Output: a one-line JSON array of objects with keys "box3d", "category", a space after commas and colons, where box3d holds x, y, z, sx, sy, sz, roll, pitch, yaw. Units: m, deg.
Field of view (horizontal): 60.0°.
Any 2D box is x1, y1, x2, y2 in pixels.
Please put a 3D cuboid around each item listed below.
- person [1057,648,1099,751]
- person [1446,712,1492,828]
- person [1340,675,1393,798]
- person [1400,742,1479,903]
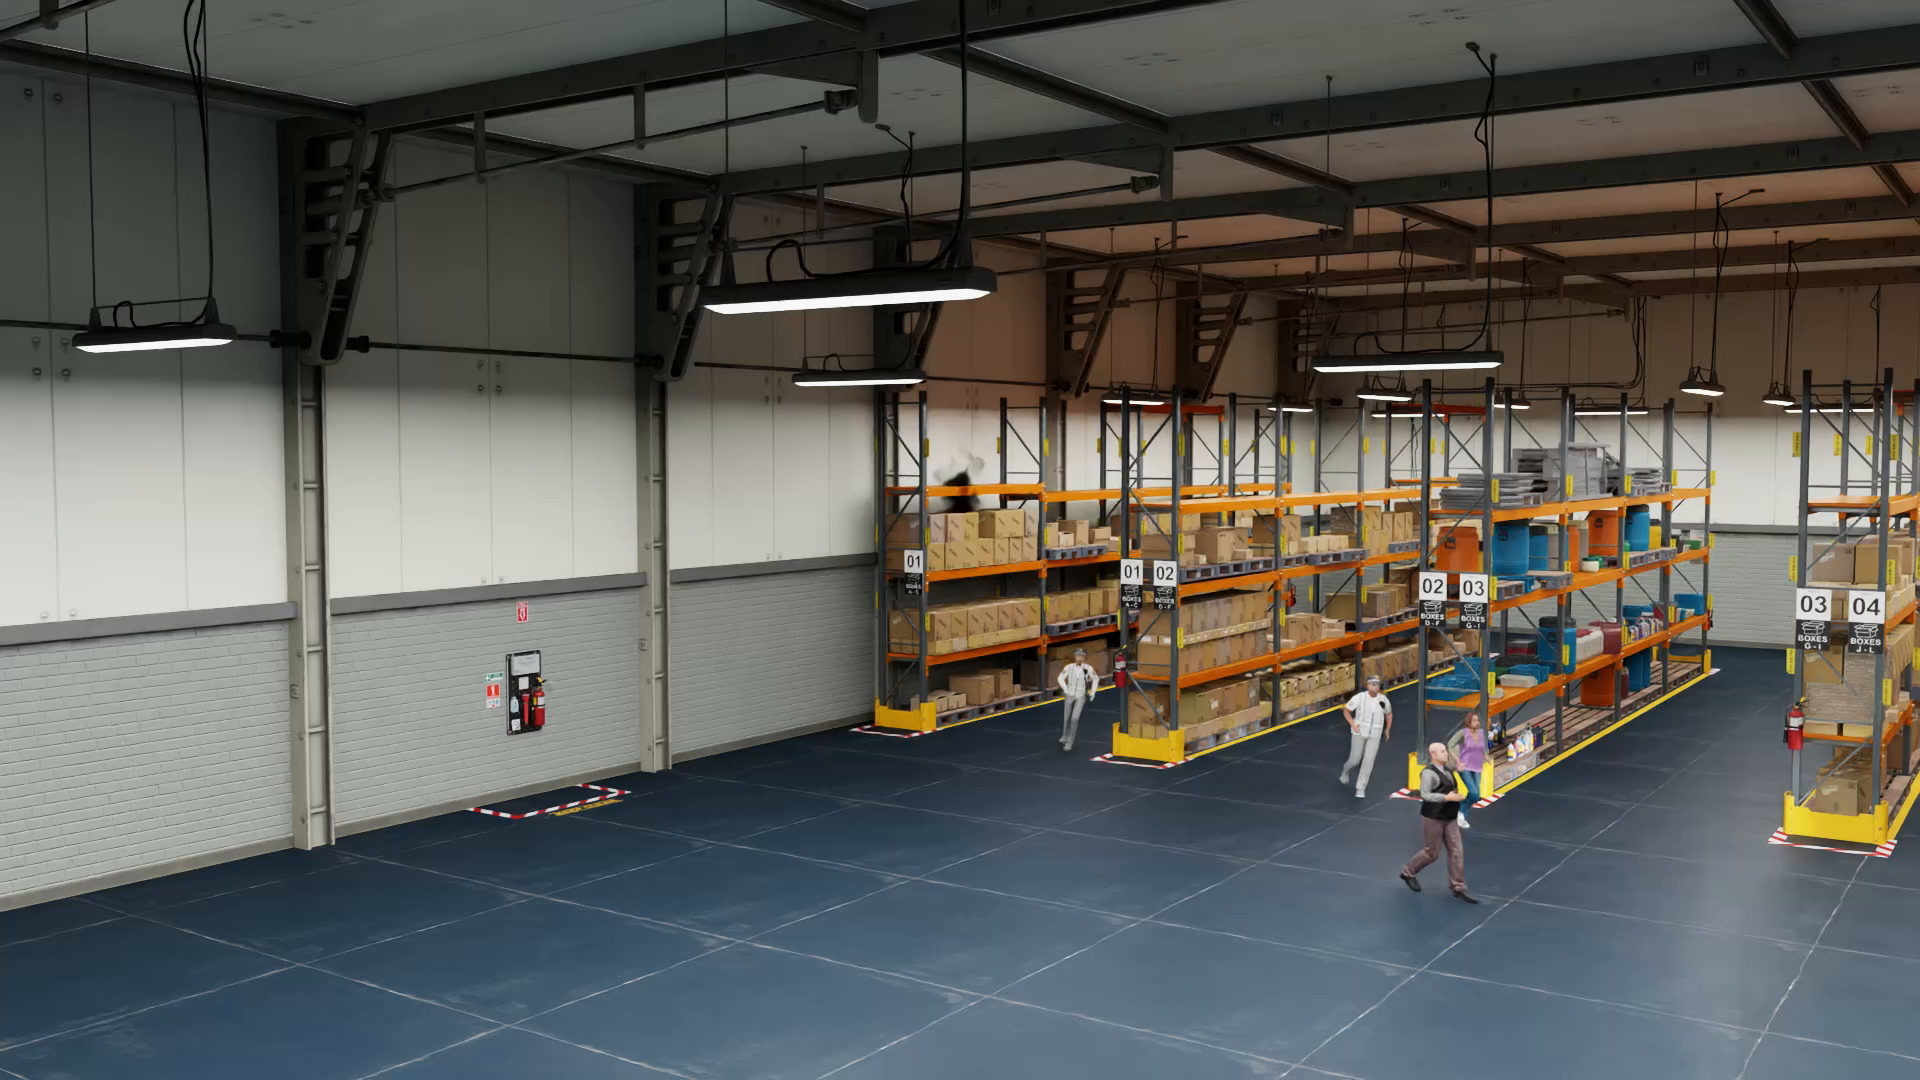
[{"box3d": [1.950, 2.638, 27.716, 0.677, 1.713, 0.743, 1, 3, 14], "category": "person"}, {"box3d": [6.662, 3.024, 21.725, 0.498, 1.538, 0.633, -1, 3, -19], "category": "person"}, {"box3d": [5.917, 2.804, 24.042, 0.719, 1.732, 0.845, 0, 3, 2], "category": "person"}, {"box3d": [5.295, 3.089, 18.349, 0.661, 1.715, 0.906, -3, 4, -41], "category": "person"}]
